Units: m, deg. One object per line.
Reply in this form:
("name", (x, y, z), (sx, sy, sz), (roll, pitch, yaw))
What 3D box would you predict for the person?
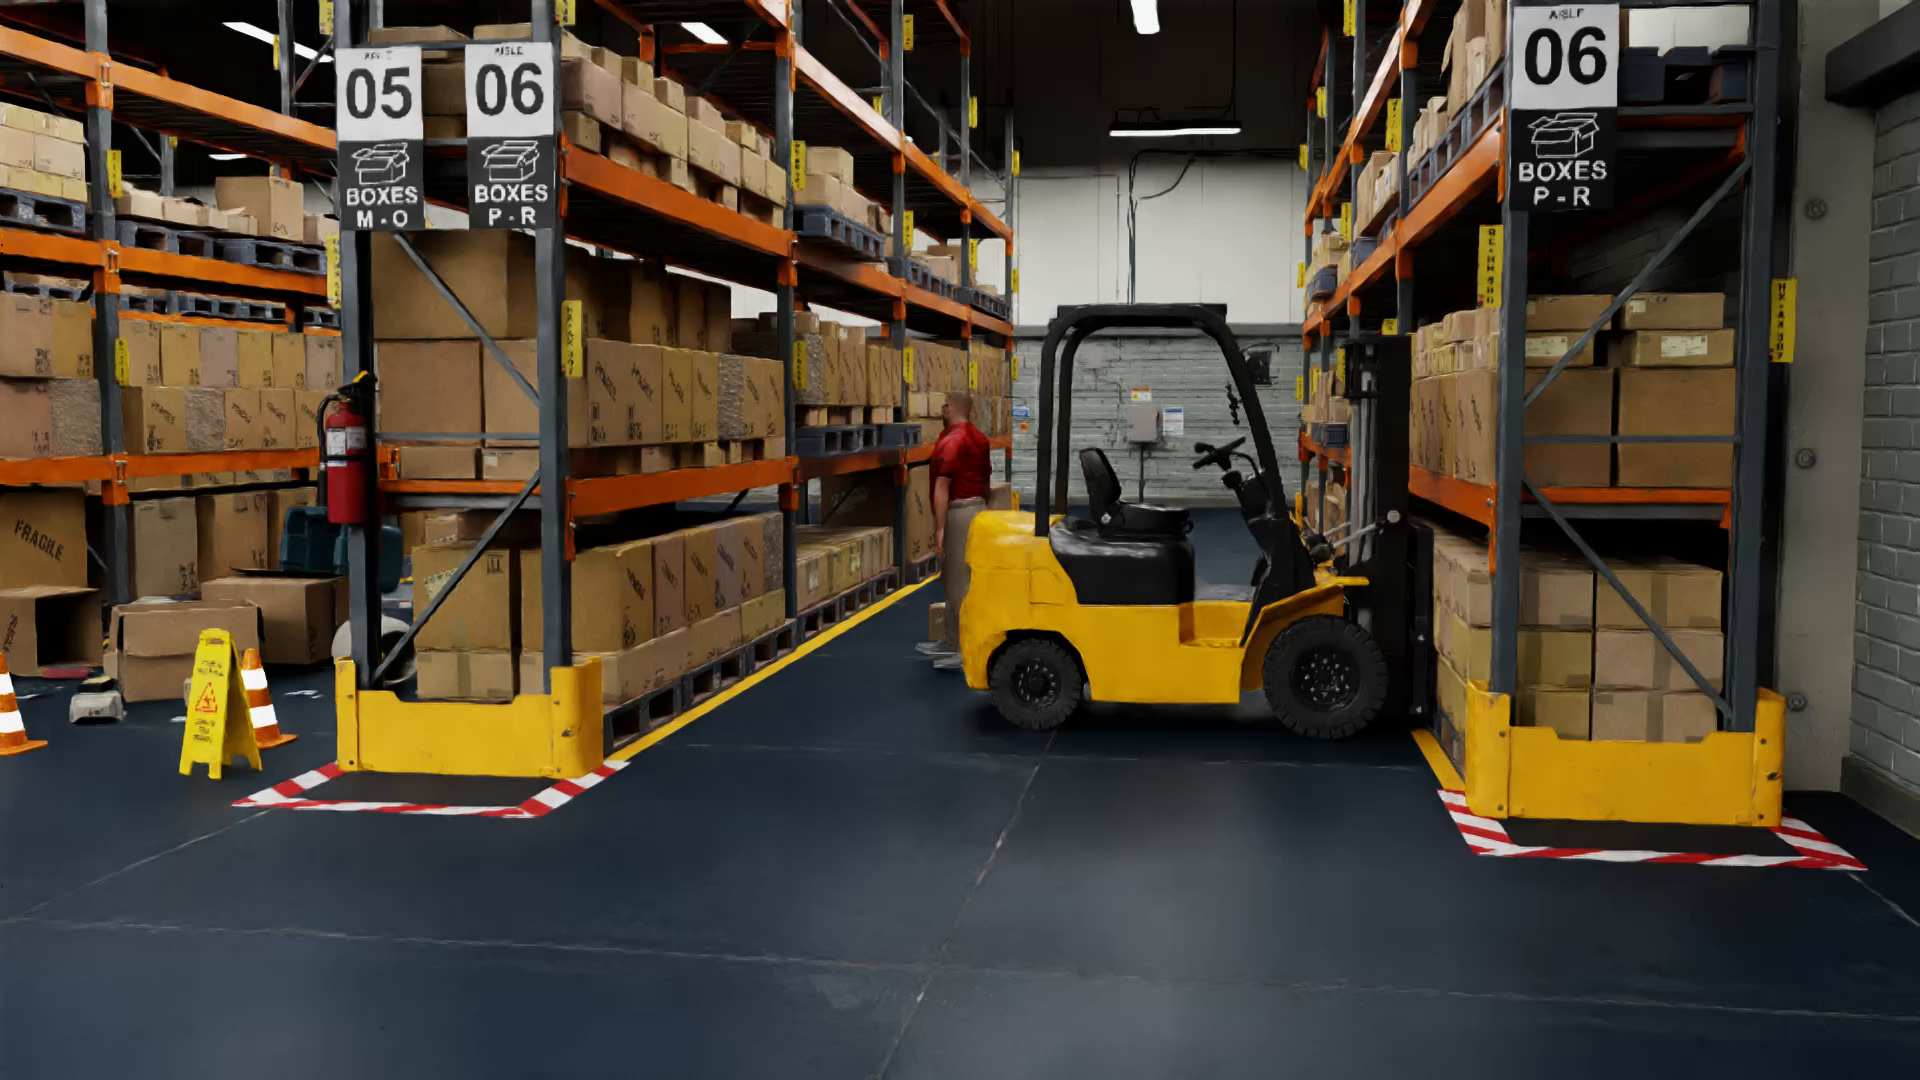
("person", (-0.063, -0.082, 10.528), (0.605, 1.725, 0.733), (2, 5, 26))
